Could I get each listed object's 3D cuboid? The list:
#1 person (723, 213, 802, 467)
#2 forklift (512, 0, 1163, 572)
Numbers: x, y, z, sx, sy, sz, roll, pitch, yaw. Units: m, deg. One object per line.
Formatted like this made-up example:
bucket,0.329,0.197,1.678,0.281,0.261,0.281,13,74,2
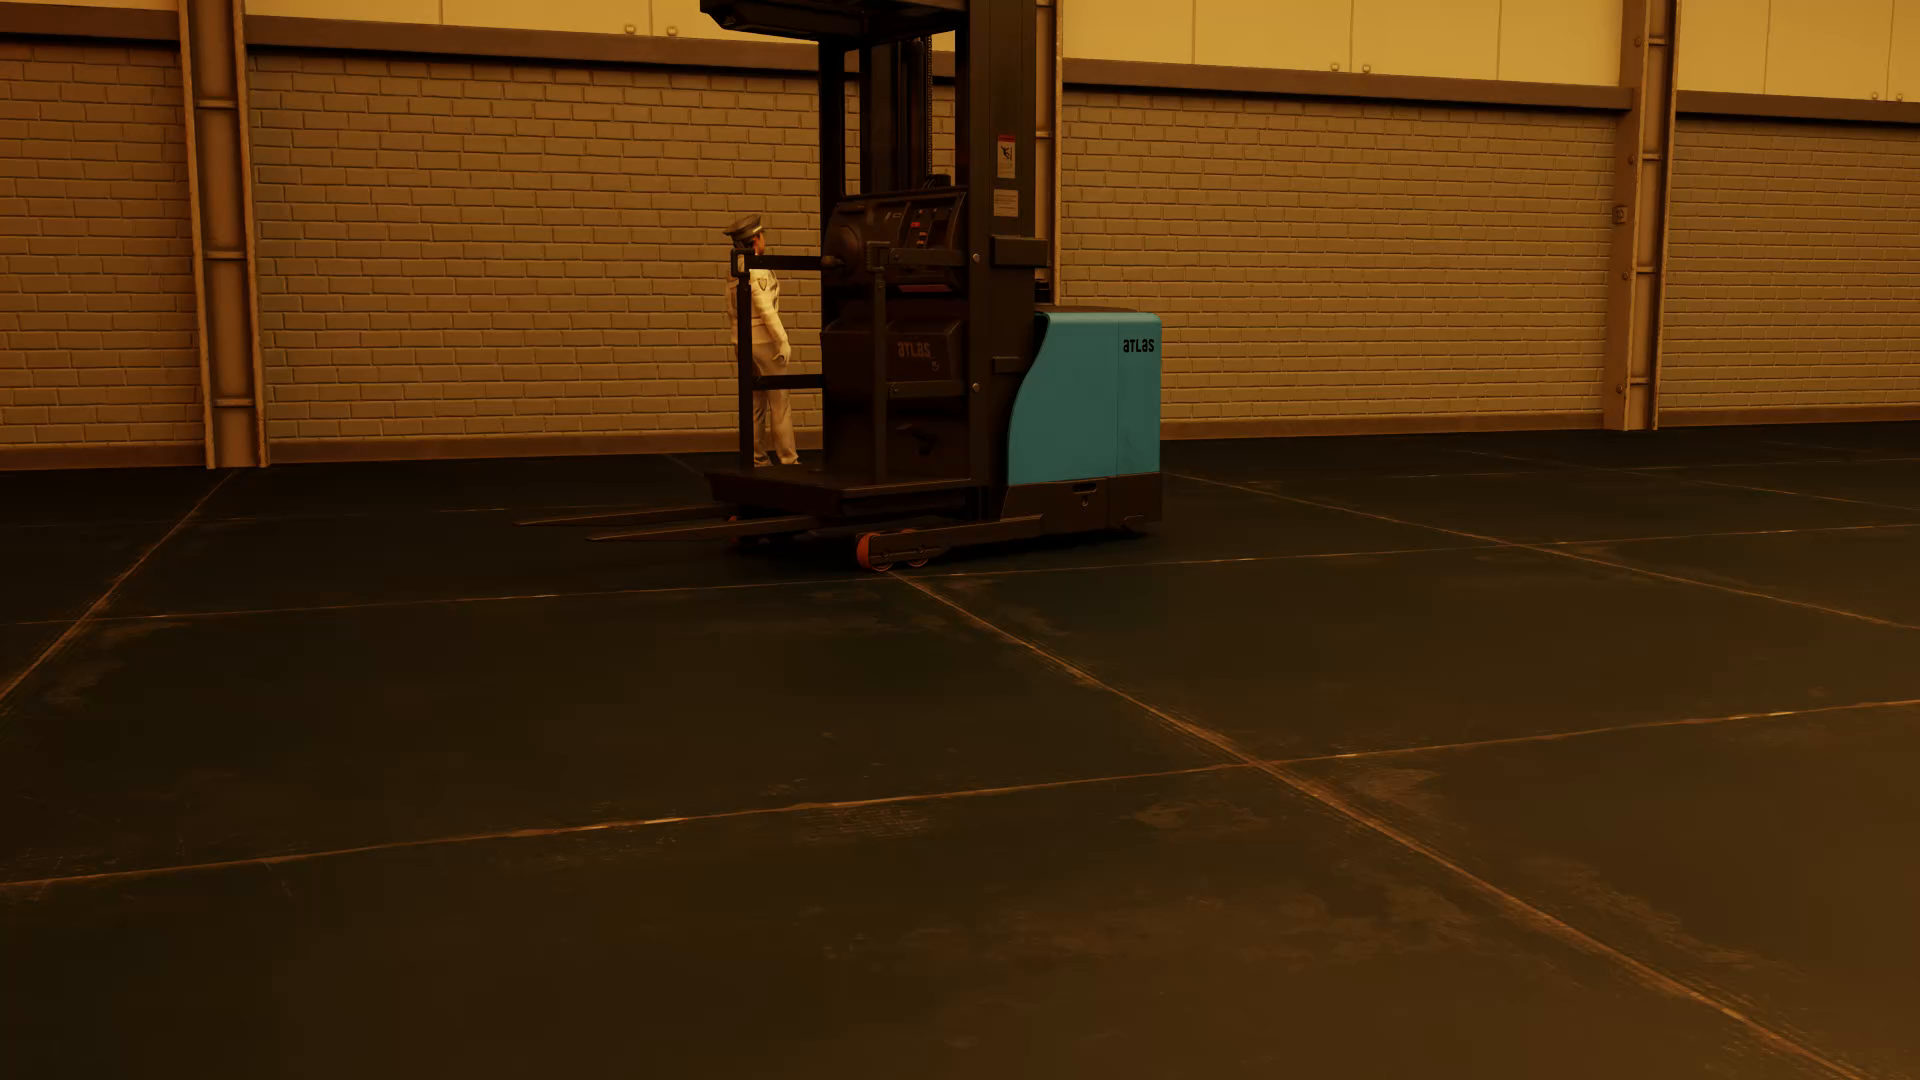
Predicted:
person,-1.231,-1.239,10.692,0.533,1.696,0.586,-5,9,-33
forklift,-0.461,-1.399,7.333,3.031,2.935,1.130,-7,10,-40
